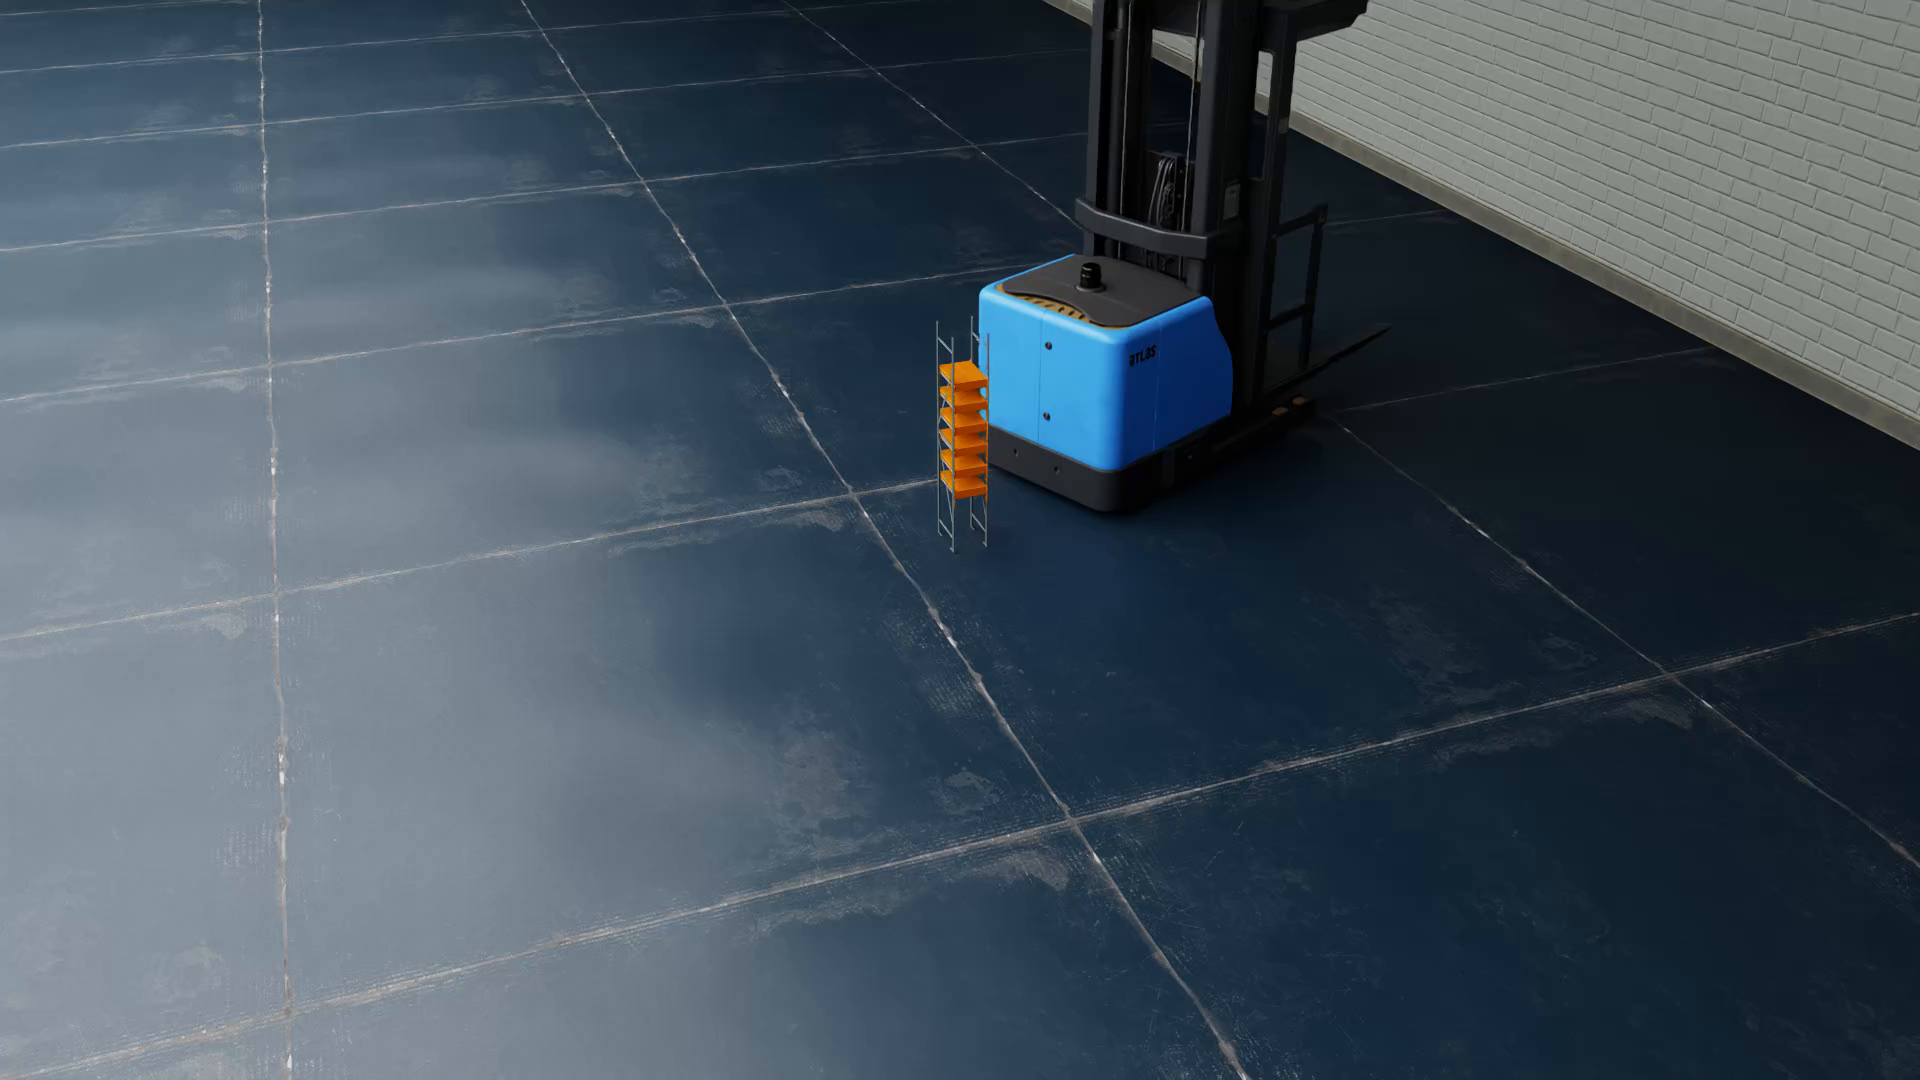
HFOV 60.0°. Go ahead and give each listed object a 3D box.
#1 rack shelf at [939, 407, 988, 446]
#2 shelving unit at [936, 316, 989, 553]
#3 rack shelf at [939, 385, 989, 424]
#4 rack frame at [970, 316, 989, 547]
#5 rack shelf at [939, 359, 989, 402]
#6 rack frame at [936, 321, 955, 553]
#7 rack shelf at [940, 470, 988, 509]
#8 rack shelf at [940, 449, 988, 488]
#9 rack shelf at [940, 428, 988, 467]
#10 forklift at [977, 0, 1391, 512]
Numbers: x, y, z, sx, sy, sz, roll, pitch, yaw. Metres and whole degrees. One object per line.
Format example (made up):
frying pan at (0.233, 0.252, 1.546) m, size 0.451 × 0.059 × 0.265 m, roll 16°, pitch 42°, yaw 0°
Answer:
rack shelf at (0.014, -0.589, 8.420) m, size 0.180 × 0.103 × 0.258 m, roll -10°, pitch 31°, yaw -18°
shelving unit at (0.014, -0.524, 8.457) m, size 0.189 × 1.200 × 0.258 m, roll -10°, pitch 31°, yaw -18°
rack shelf at (0.014, -0.694, 8.361) m, size 0.180 × 0.103 × 0.258 m, roll -10°, pitch 31°, yaw -18°
rack frame at (0.099, -0.540, 8.485) m, size 0.006 × 1.200 × 0.240 m, roll -10°, pitch 31°, yaw -18°
rack shelf at (0.014, -0.798, 8.301) m, size 0.180 × 0.103 × 0.258 m, roll -10°, pitch 31°, yaw -18°
rack frame at (-0.072, -0.508, 8.430) m, size 0.006 × 1.200 × 0.240 m, roll -10°, pitch 31°, yaw -18°
rack shelf at (0.014, -0.277, 8.598) m, size 0.180 × 0.103 × 0.258 m, roll -10°, pitch 31°, yaw -18°
rack shelf at (0.014, -0.381, 8.539) m, size 0.180 × 0.103 × 0.258 m, roll -10°, pitch 31°, yaw -18°
rack shelf at (0.014, -0.485, 8.479) m, size 0.180 × 0.103 × 0.258 m, roll -10°, pitch 31°, yaw -18°
forklift at (1.483, -2.054, 9.394) m, size 1.130 × 2.935 × 3.031 m, roll 26°, pitch 39°, yaw 38°
